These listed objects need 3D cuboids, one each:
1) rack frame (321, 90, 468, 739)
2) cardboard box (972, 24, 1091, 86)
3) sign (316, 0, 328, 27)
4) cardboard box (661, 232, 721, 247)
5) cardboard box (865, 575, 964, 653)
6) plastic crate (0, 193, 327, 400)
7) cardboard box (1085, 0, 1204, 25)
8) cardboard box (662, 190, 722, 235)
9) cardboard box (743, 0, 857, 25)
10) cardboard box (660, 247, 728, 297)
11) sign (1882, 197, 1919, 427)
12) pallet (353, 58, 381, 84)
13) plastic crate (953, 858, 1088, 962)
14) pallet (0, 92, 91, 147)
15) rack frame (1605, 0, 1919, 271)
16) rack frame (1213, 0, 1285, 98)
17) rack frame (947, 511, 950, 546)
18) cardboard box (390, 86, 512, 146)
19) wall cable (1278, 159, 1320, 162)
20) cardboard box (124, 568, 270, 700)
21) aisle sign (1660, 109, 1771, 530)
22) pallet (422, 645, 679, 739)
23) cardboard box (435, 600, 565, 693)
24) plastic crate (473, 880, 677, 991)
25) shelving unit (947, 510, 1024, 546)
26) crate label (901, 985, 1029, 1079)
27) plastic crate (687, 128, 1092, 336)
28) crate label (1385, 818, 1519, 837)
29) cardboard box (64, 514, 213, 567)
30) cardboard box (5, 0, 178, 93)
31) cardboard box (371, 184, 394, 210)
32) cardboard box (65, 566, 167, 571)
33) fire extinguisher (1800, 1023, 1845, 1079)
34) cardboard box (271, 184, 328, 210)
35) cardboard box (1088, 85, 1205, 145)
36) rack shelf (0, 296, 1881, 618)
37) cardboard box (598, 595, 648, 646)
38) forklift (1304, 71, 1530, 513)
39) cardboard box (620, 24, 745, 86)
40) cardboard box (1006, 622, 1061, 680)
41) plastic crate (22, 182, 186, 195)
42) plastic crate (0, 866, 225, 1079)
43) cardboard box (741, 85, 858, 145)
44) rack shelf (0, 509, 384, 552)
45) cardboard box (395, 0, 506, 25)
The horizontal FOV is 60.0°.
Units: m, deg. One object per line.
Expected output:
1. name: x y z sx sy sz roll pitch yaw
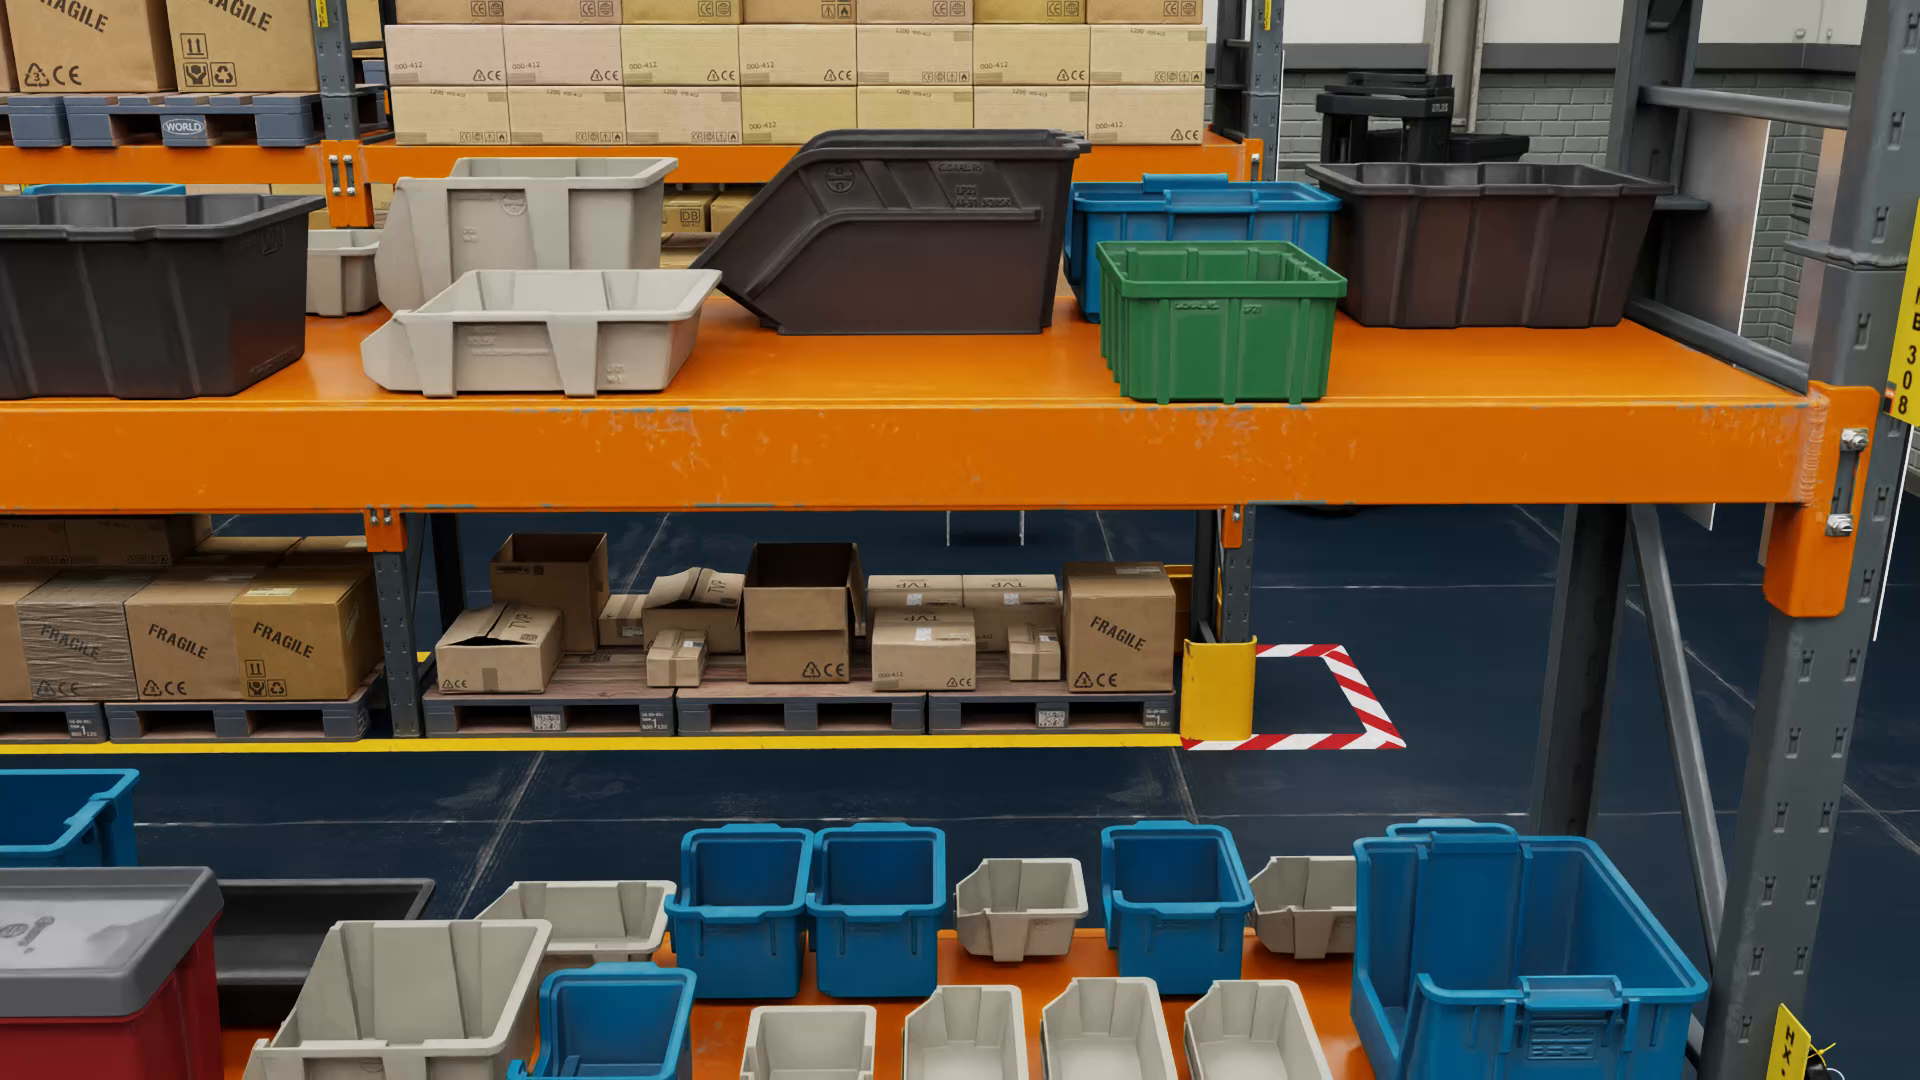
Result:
1. rack frame: -2.687 -0.619 8.065 0.127 3.000 1.000 0 18 -1
2. cardboard box: 0.303 -2.150 7.355 0.500 0.250 0.500 0 18 -1
3. sign: -2.675 -2.311 6.939 0.005 0.325 0.100 0 18 -1
4. cardboard box: -1.169 -1.229 8.169 0.500 0.500 0.500 0 18 0
5. cardboard box: -0.236 0.383 8.725 0.500 0.250 0.500 0 18 -1
6. plastic crate: -1.366 -0.394 2.668 0.590 0.269 0.497 0 18 -1
7. cardboard box: 0.799 -2.582 7.476 0.500 0.500 0.700 0 18 -1
8. cardboard box: -2.226 -2.272 12.728 0.700 0.700 0.980 0 18 0
9. cardboard box: -0.702 -2.597 7.521 0.500 0.500 0.700 0 18 -1
10. cardboard box: -1.182 -1.064 7.652 0.500 0.500 0.500 -1 18 -2
11. sign: 1.412 -0.335 2.443 0.005 0.325 0.100 0 18 -1
12. pallet: -5.007 -3.476 12.372 1.213 0.211 1.003 1 18 2
13. plastic crate: 0.135 0.852 3.814 0.298 0.136 0.250 0 18 -1
14. pallet: -4.377 -1.970 7.674 1.003 0.211 1.213 0 18 -1
15. rack frame: 1.387 -1.982 2.493 0.127 3.000 1.000 0 18 -1
16. rack frame: 1.312 -3.494 7.209 0.127 3.000 1.000 0 18 -1
17. rack frame: -0.078 -0.571 10.863 0.015 1.200 0.240 0 18 -1
18. cardboard box: -2.197 -1.902 7.401 0.500 0.250 0.500 0 18 -1
19. wall cable: 2.496 -2.930 13.606 1.851 1.984 0.084 0 18 -1
20. cardboard box: -3.670 0.452 8.100 0.500 0.500 0.500 0 18 -1
21. aisle sign: 1.454 -0.454 3.296 0.004 0.787 0.394 0 18 -1
22. pallet: -2.000 0.706 8.500 1.213 0.211 1.003 0 18 -1
23. cardboard box: -2.264 0.516 8.209 0.500 0.311 0.500 0 18 -1
24. plastic crate: -0.876 0.891 3.692 0.466 0.136 0.293 0 18 -1
25. shelving unit: 0.165 -0.572 10.867 0.503 1.200 0.258 0 18 -1
26. crate label: 0.006 1.037 3.237 0.243 0.136 0.396 0 18 -1
27. plastic crate: -0.145 -0.600 3.199 0.767 0.338 0.504 0 18 -1
28. crate label: 1.135 0.827 3.735 0.303 0.233 0.416 0 18 -1
29. cardboard box: -4.174 -0.062 8.475 0.500 0.250 0.500 0 18 -1
30. cardboard box: -3.860 -2.352 7.543 0.600 0.600 0.600 0 18 -1
31. cardboard box: -4.253 -2.605 12.346 0.500 0.250 0.500 0 18 0
32. cardboard box: -4.208 0.296 8.585 0.500 0.500 0.500 0 18 0
33. fire extinguisher: 1.545 1.228 3.047 0.183 0.674 0.296 0 18 -1
34. cardboard box: -4.763 -2.602 12.338 0.500 0.250 0.500 -1 18 -2
35. cardboard box: 0.803 -1.912 7.431 0.500 0.250 0.500 0 18 -1
36. rack shelf: -0.613 -0.201 3.031 4.000 0.370 1.077 0 18 -1
37. cardboard box: -1.748 0.420 8.775 0.250 0.149 0.380 0 18 -1
38. forklift: 3.376 -1.929 12.264 3.031 2.935 1.130 -14 23 -37
39. cardboard box: -1.197 -2.142 7.330 0.500 0.250 0.500 0 18 -1
40. cardboard box: 0.366 0.554 8.328 0.250 0.166 0.380 0 18 -1
41. plastic crate: -1.707 -0.556 3.234 0.300 0.233 0.416 0 18 -1
42. plastic crate: -1.716 0.908 3.105 0.583 0.464 0.402 0 18 -1
43. cardboard box: -0.697 -1.909 7.422 0.500 0.250 0.500 0 18 -1
44. rack shelf: -4.687 -0.266 8.145 4.000 0.370 1.077 0 18 -1
45. cardboard box: -2.201 -2.585 7.482 0.500 0.500 0.700 0 18 -1
